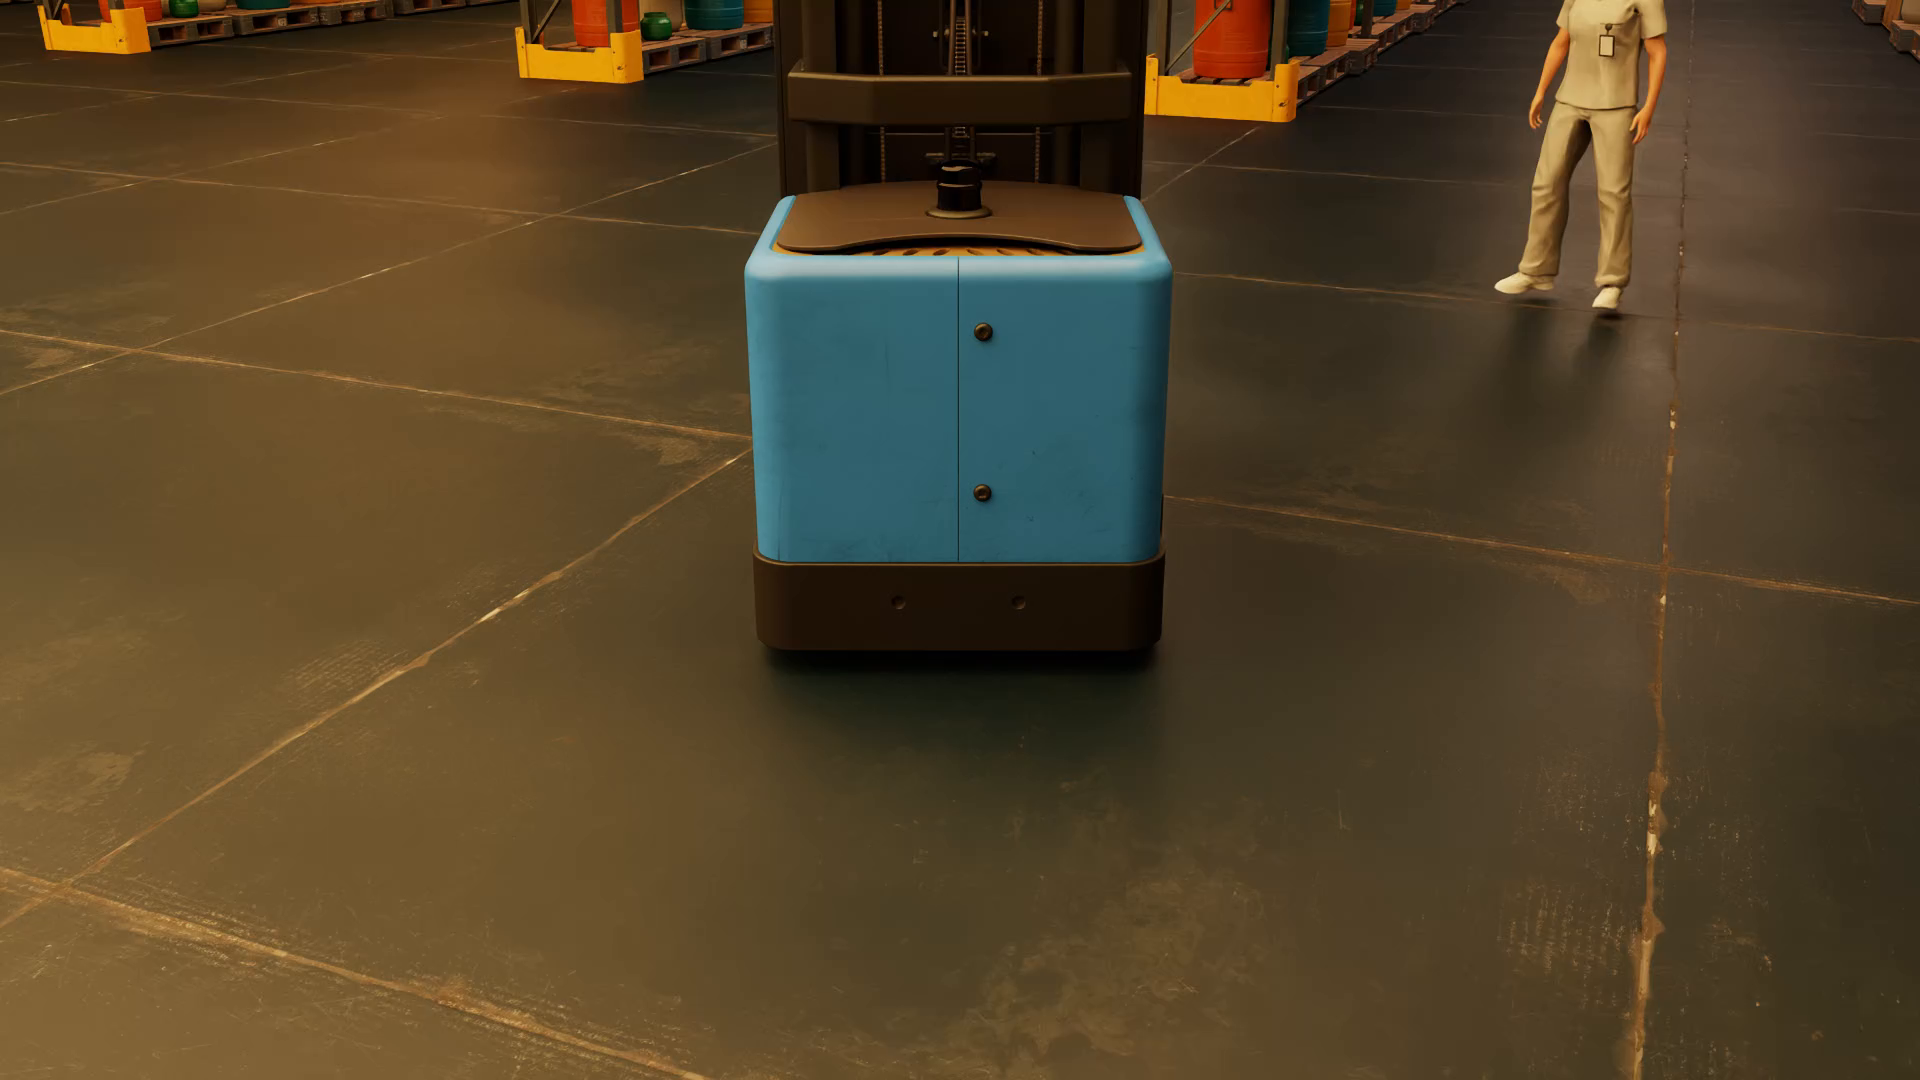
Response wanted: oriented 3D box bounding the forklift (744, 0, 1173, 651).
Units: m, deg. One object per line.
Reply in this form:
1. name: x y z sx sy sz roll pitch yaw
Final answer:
1. forklift: 0.002 -1.587 5.089 1.130 2.935 3.031 0 23 0

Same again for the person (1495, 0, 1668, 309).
1. person: 2.803 -1.901 7.372 0.392 1.678 0.568 -20 30 -39
